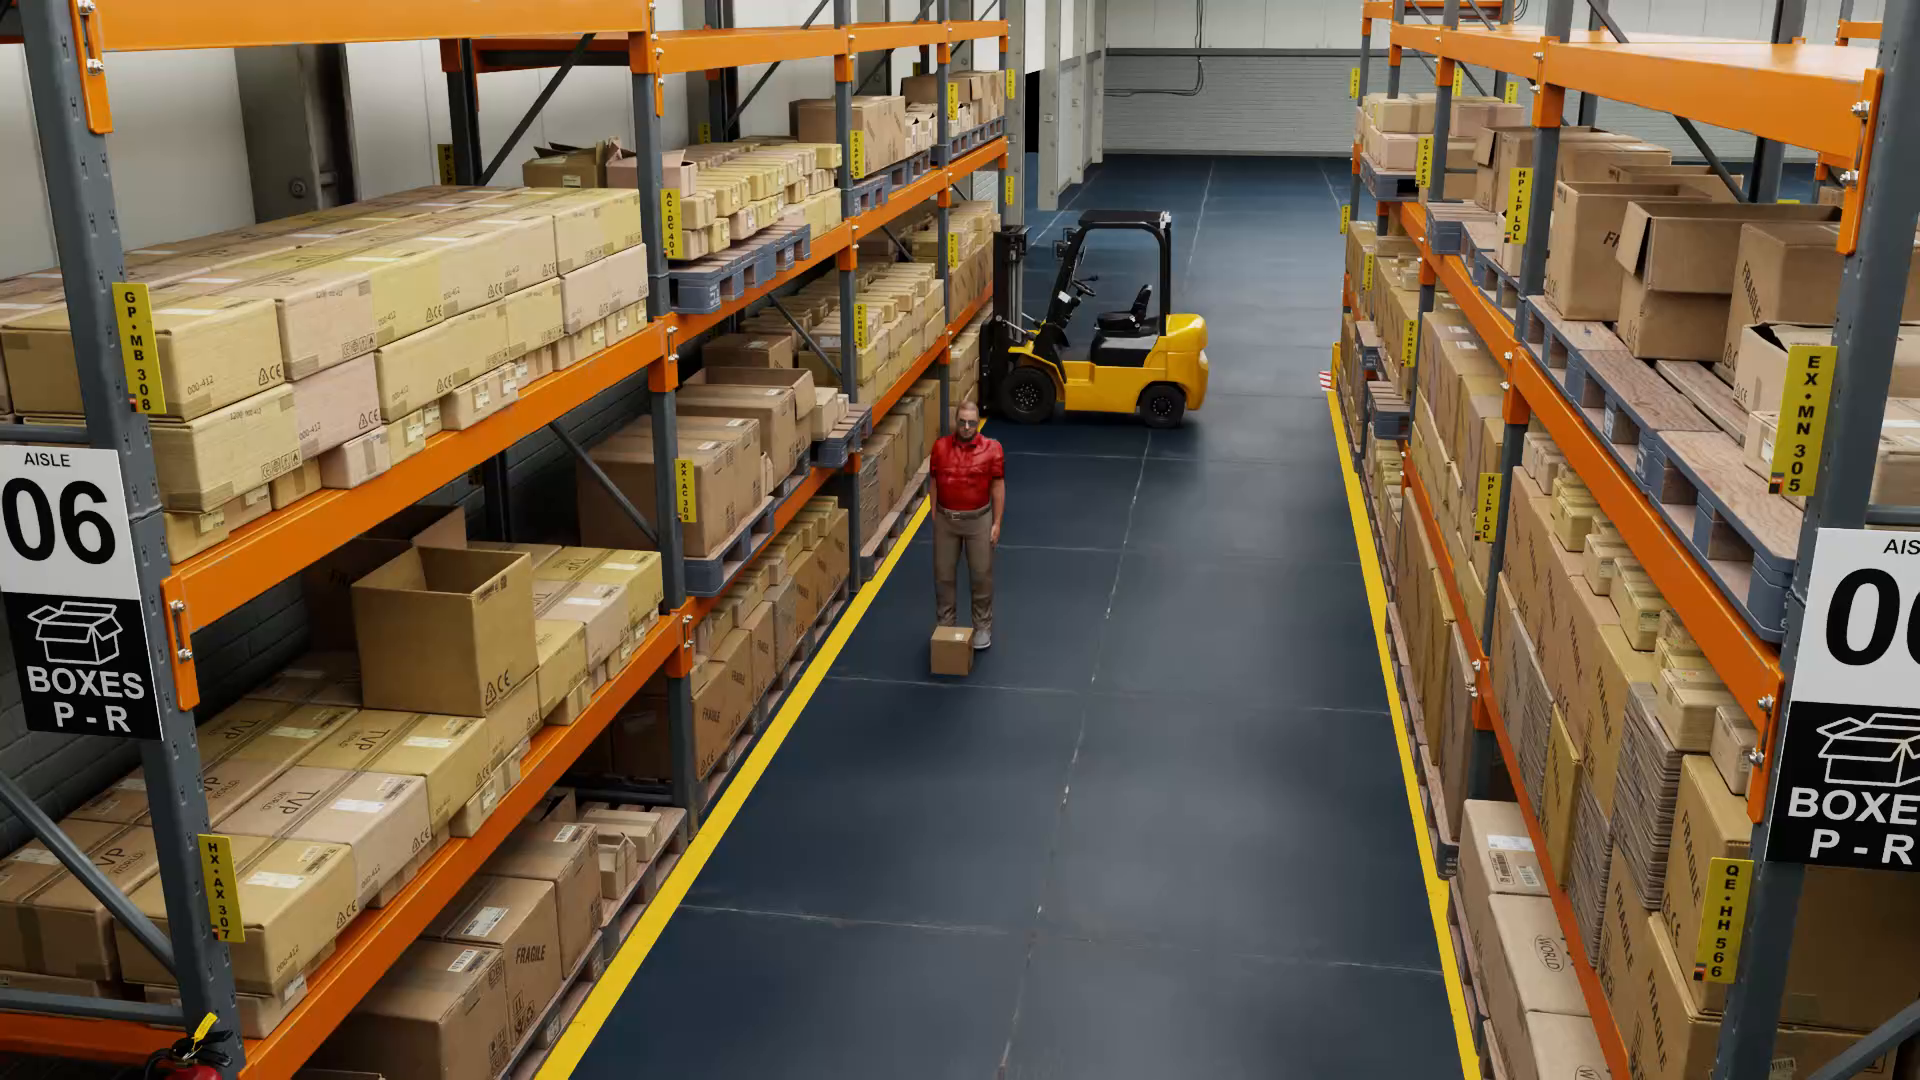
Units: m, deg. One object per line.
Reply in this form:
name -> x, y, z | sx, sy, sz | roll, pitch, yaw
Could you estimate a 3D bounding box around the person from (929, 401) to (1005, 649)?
person -> 0.040, -0.100, 11.409 | 0.527, 1.723, 0.360 | 3, 18, 10
